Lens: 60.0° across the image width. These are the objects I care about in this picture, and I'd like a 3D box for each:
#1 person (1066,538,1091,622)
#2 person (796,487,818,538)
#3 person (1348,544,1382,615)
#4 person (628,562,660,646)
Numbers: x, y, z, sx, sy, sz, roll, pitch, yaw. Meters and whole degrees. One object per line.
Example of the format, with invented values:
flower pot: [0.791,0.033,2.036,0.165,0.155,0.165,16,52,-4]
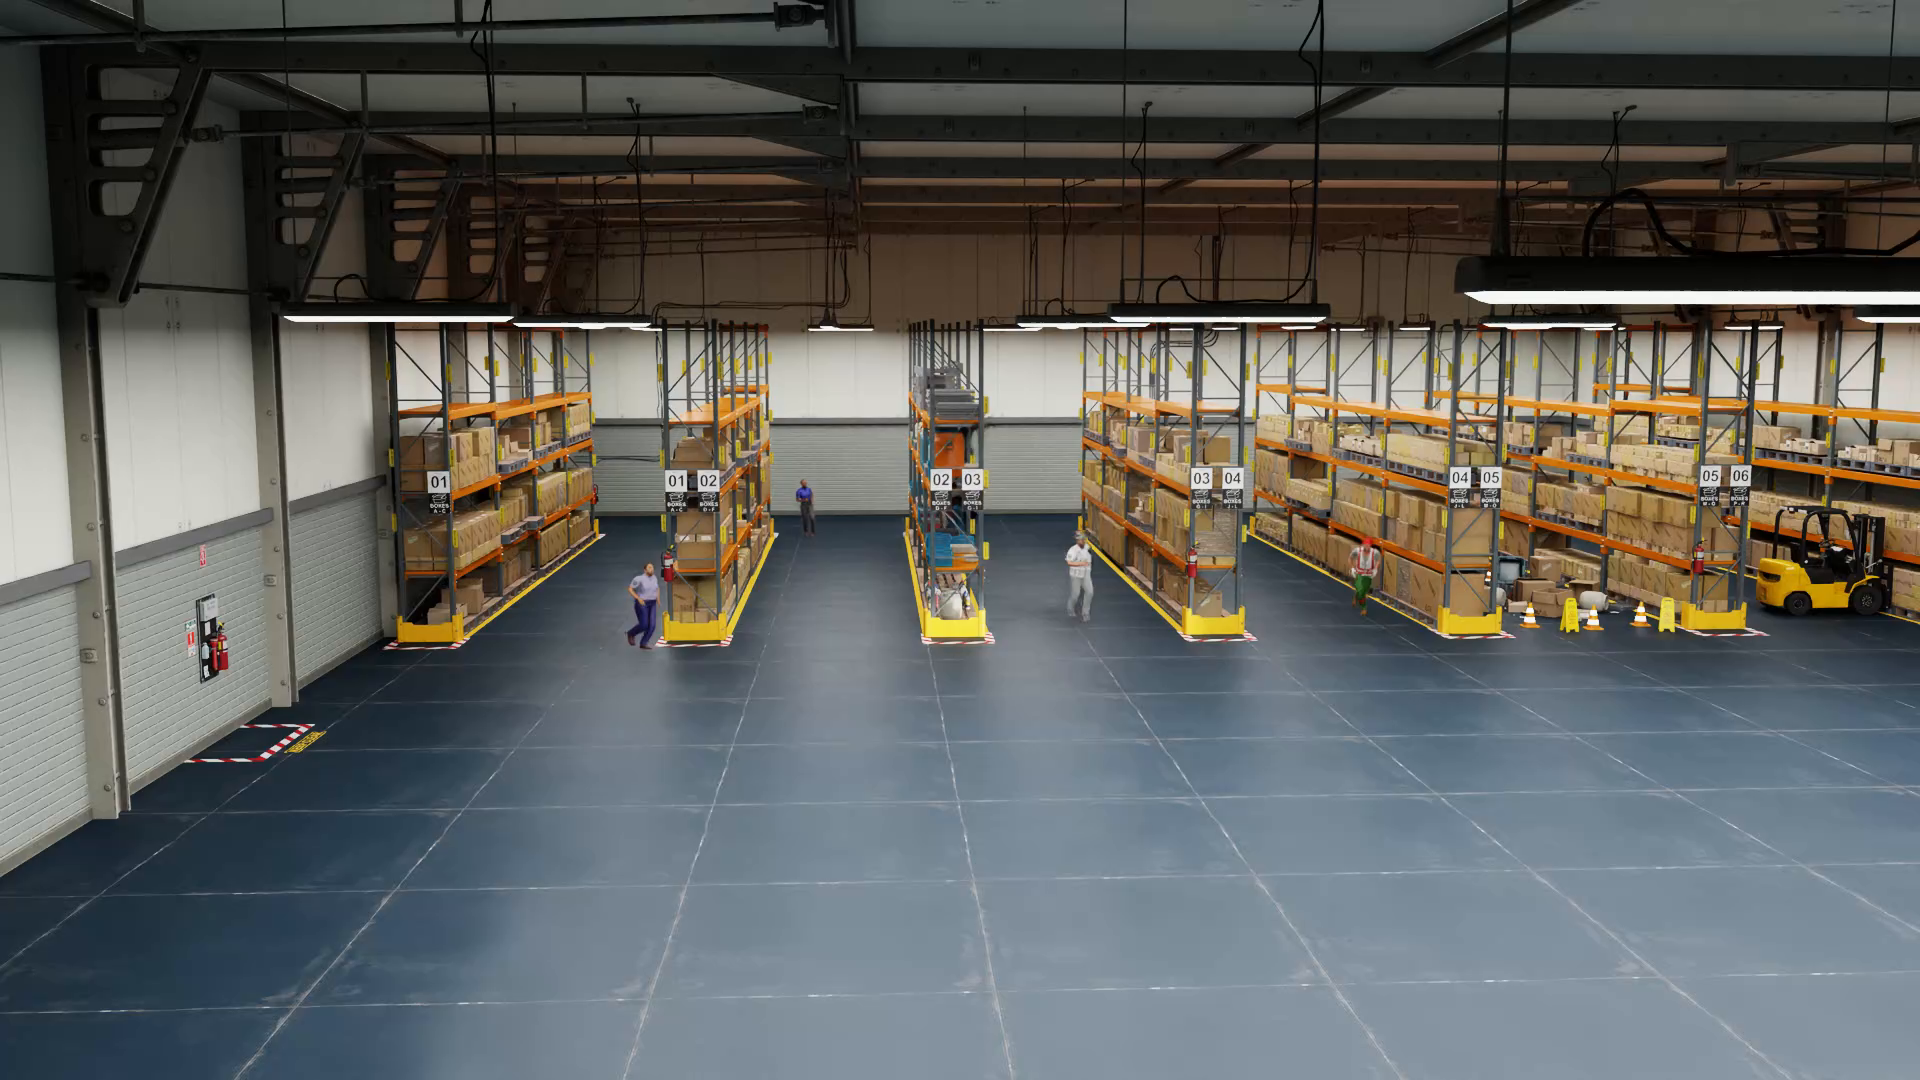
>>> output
person: [2.392,0.780,33.408,0.689,1.822,0.849,-4,8,-28]
person: [-4.384,-0.793,47.088,0.570,1.493,0.719,-3,8,-20]
person: [8.317,0.736,34.250,0.670,1.582,0.958,1,7,4]
person: [-5.684,1.172,30.308,0.376,1.536,0.639,6,9,41]
